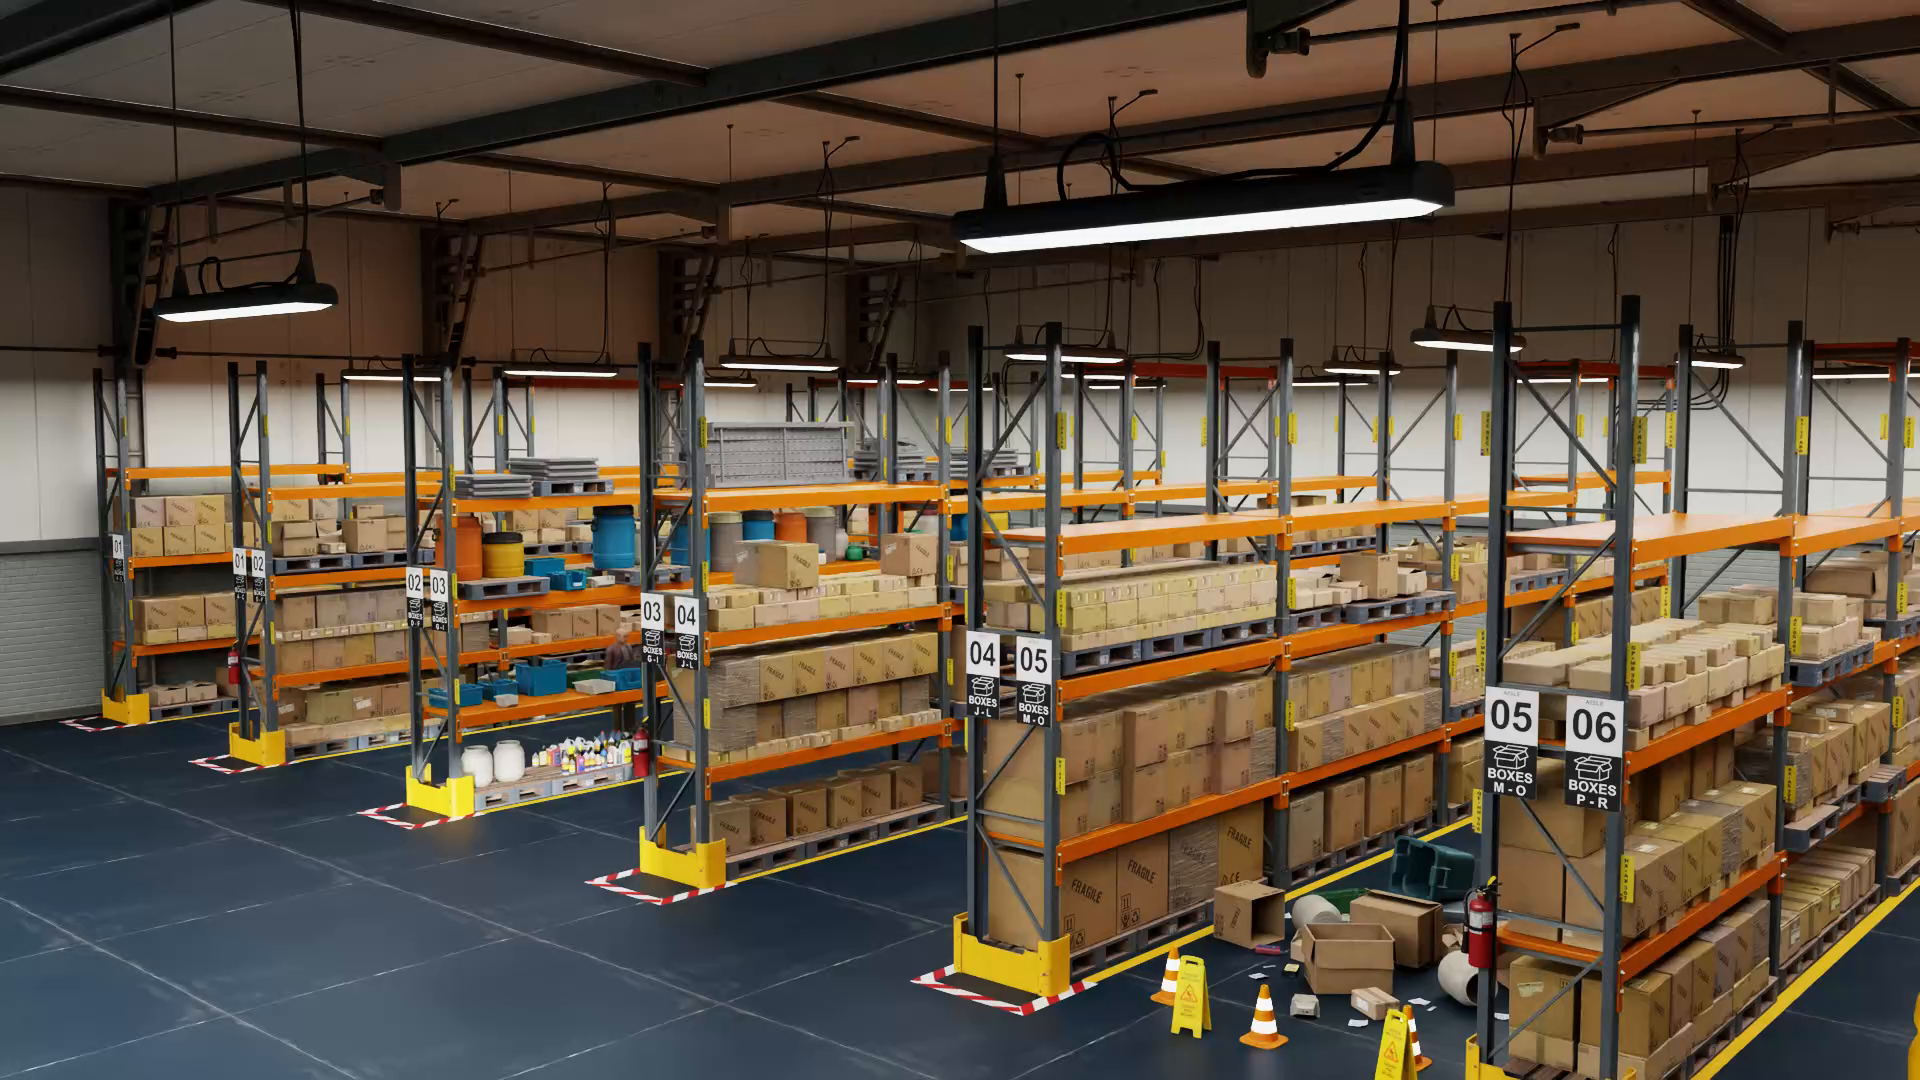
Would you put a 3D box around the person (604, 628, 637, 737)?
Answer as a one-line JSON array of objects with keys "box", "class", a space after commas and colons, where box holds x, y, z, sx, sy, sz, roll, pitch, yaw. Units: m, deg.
[{"box": [-5.423, 2.408, 26.692, 0.456, 1.599, 0.616, 4, 6, 43], "class": "person"}]
